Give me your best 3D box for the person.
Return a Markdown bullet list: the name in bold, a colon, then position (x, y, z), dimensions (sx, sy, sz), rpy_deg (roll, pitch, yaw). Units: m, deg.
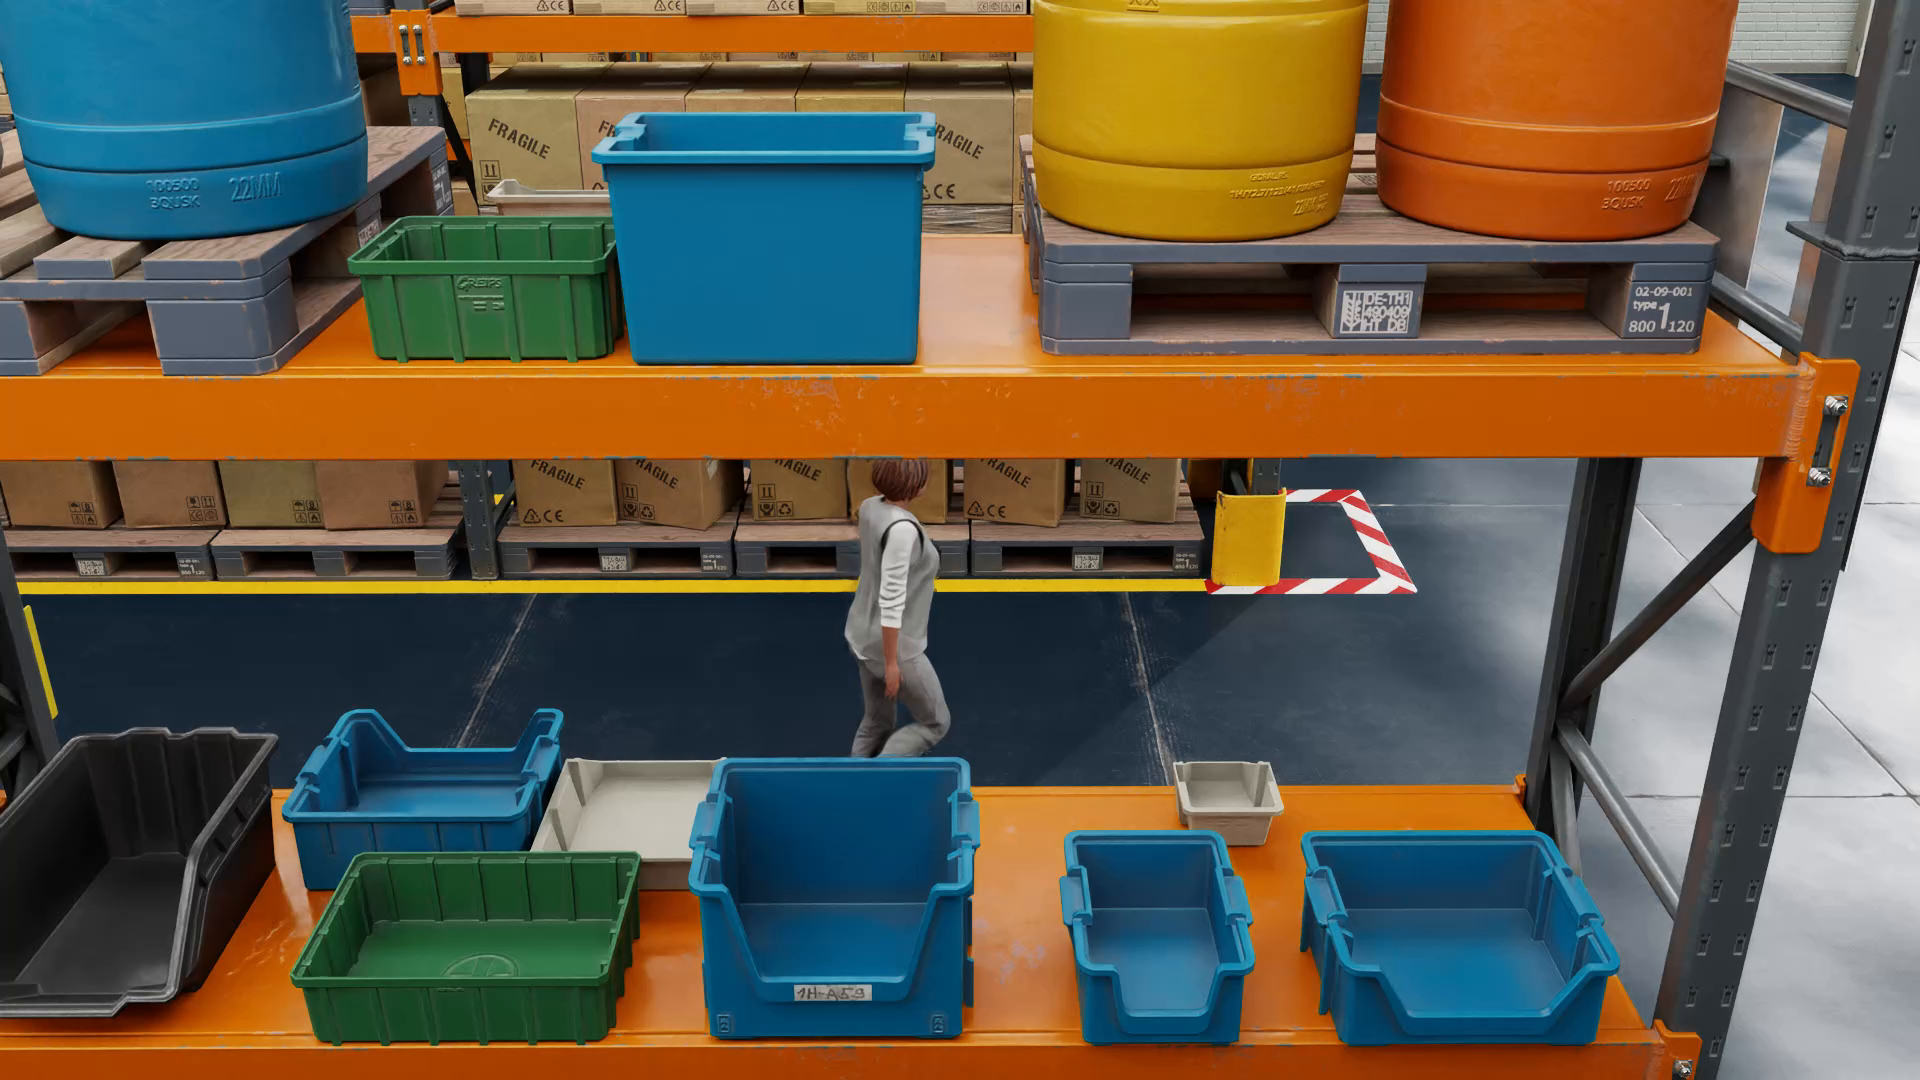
- **person**: position (-0.284, 0.400, 6.209), dimensions (0.430, 1.586, 0.463), rpy_deg (-10, 26, -21)
